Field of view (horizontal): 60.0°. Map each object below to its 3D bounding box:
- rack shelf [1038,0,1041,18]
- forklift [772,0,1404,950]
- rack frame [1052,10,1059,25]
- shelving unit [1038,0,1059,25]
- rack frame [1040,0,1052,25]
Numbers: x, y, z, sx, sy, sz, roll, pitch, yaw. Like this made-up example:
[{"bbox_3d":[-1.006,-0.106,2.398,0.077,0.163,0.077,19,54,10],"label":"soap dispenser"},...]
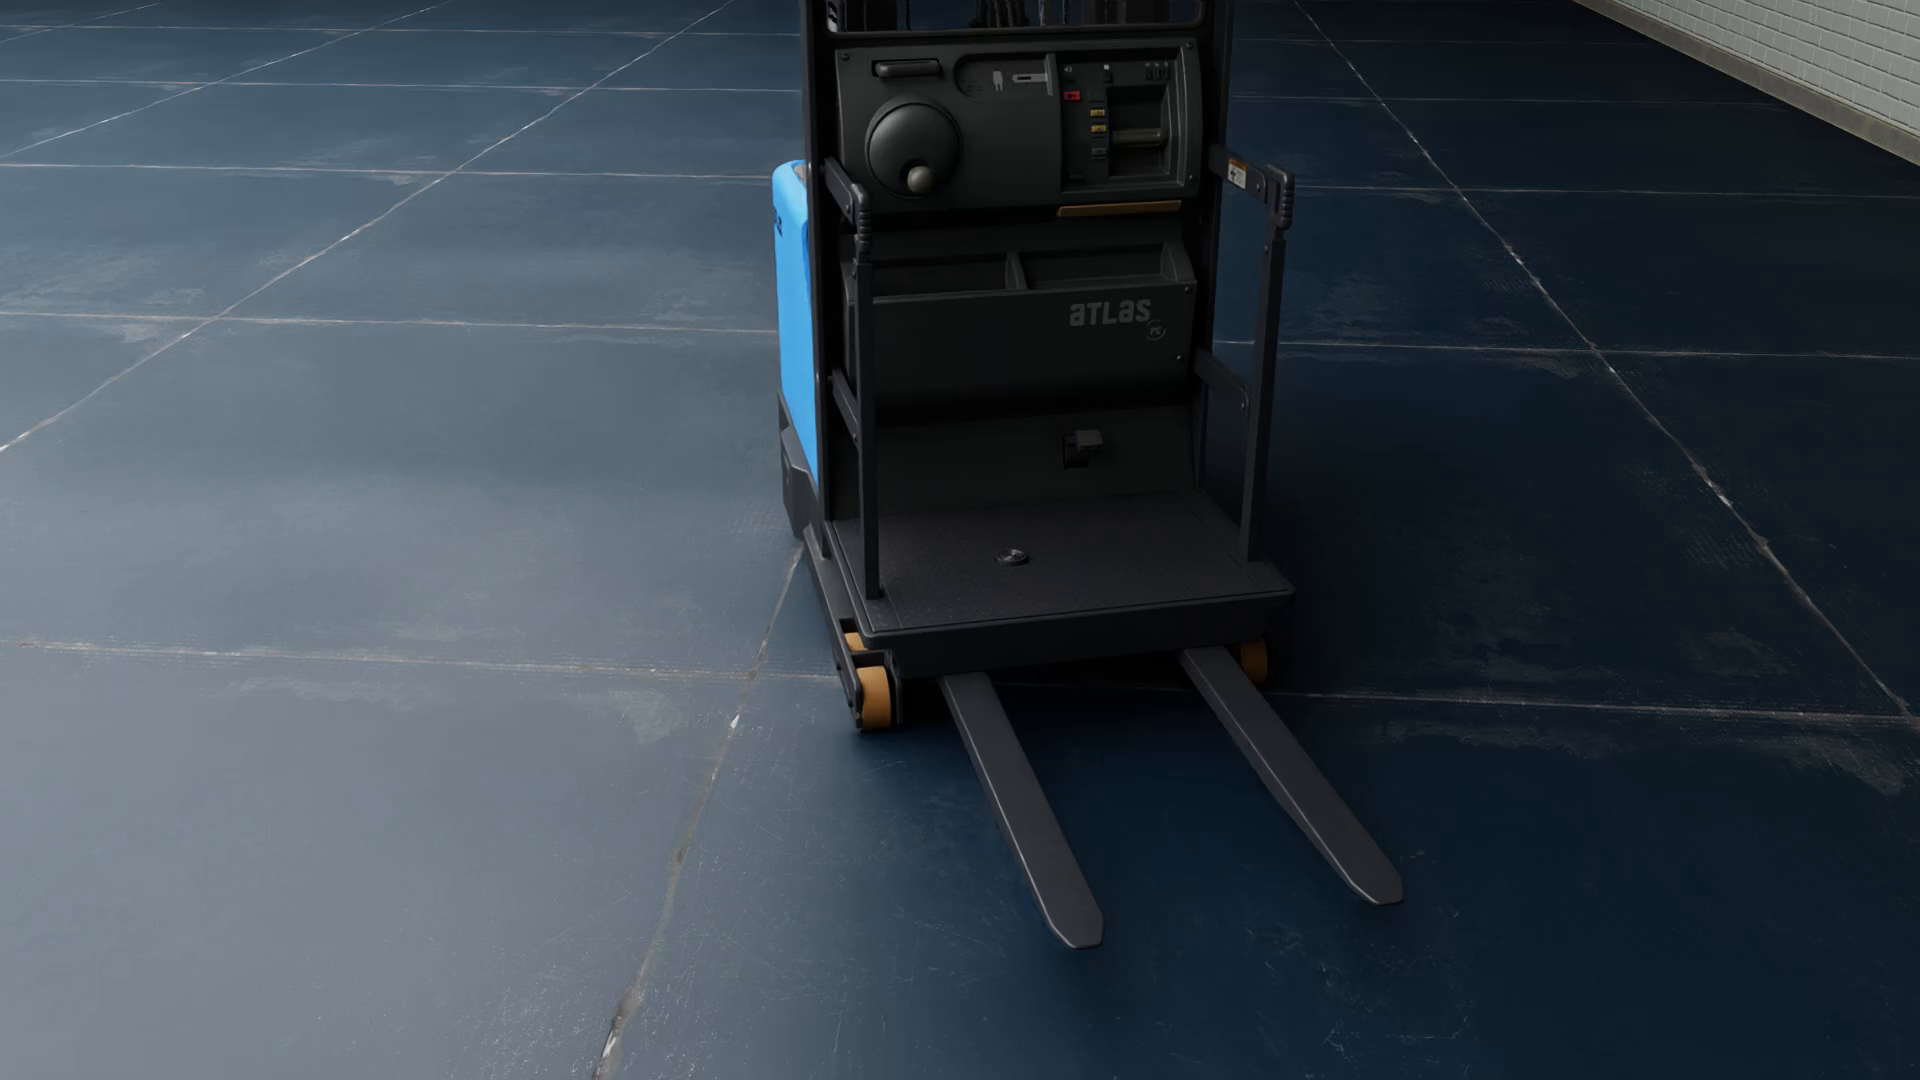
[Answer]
[{"bbox_3d":[0.377,-2.051,5.553,0.431,0.518,0.480,-8,26,-16],"label":"rack shelf"},{"bbox_3d":[0.204,-1.021,3.964,1.130,2.935,3.031,-5,25,-11],"label":"forklift"},{"bbox_3d":[0.301,-1.524,6.051,0.400,2.100,0.015,-8,26,-16],"label":"rack frame"},{"bbox_3d":[0.377,-1.427,5.840,0.431,2.100,0.503,-8,26,-16],"label":"shelving unit"},{"bbox_3d":[0.453,-1.331,5.630,0.400,2.100,0.015,-8,26,-16],"label":"rack frame"}]
